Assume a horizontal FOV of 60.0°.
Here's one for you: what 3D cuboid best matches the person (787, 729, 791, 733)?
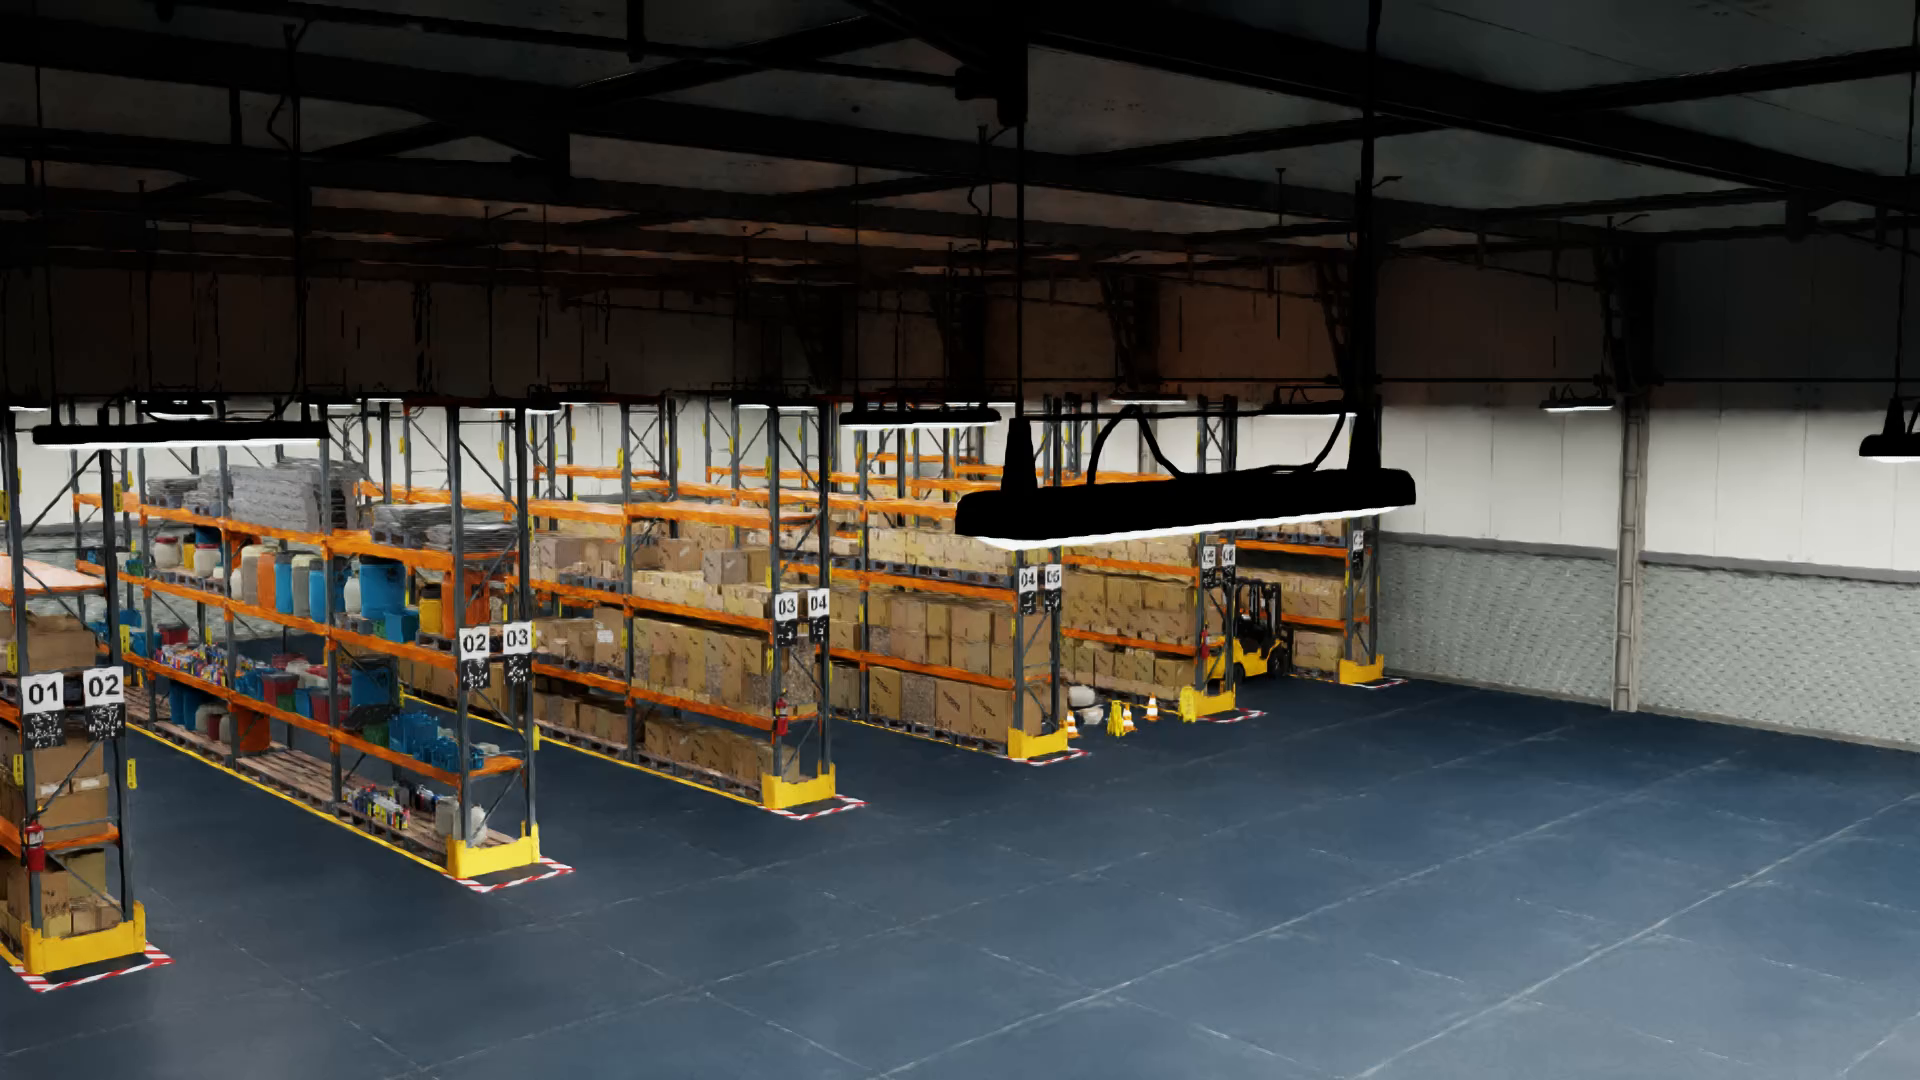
[{"bbox_3d":[-3.303,2.649,29.893,0.554,1.583,1.040,-5,8,-44],"label":"person"}]
